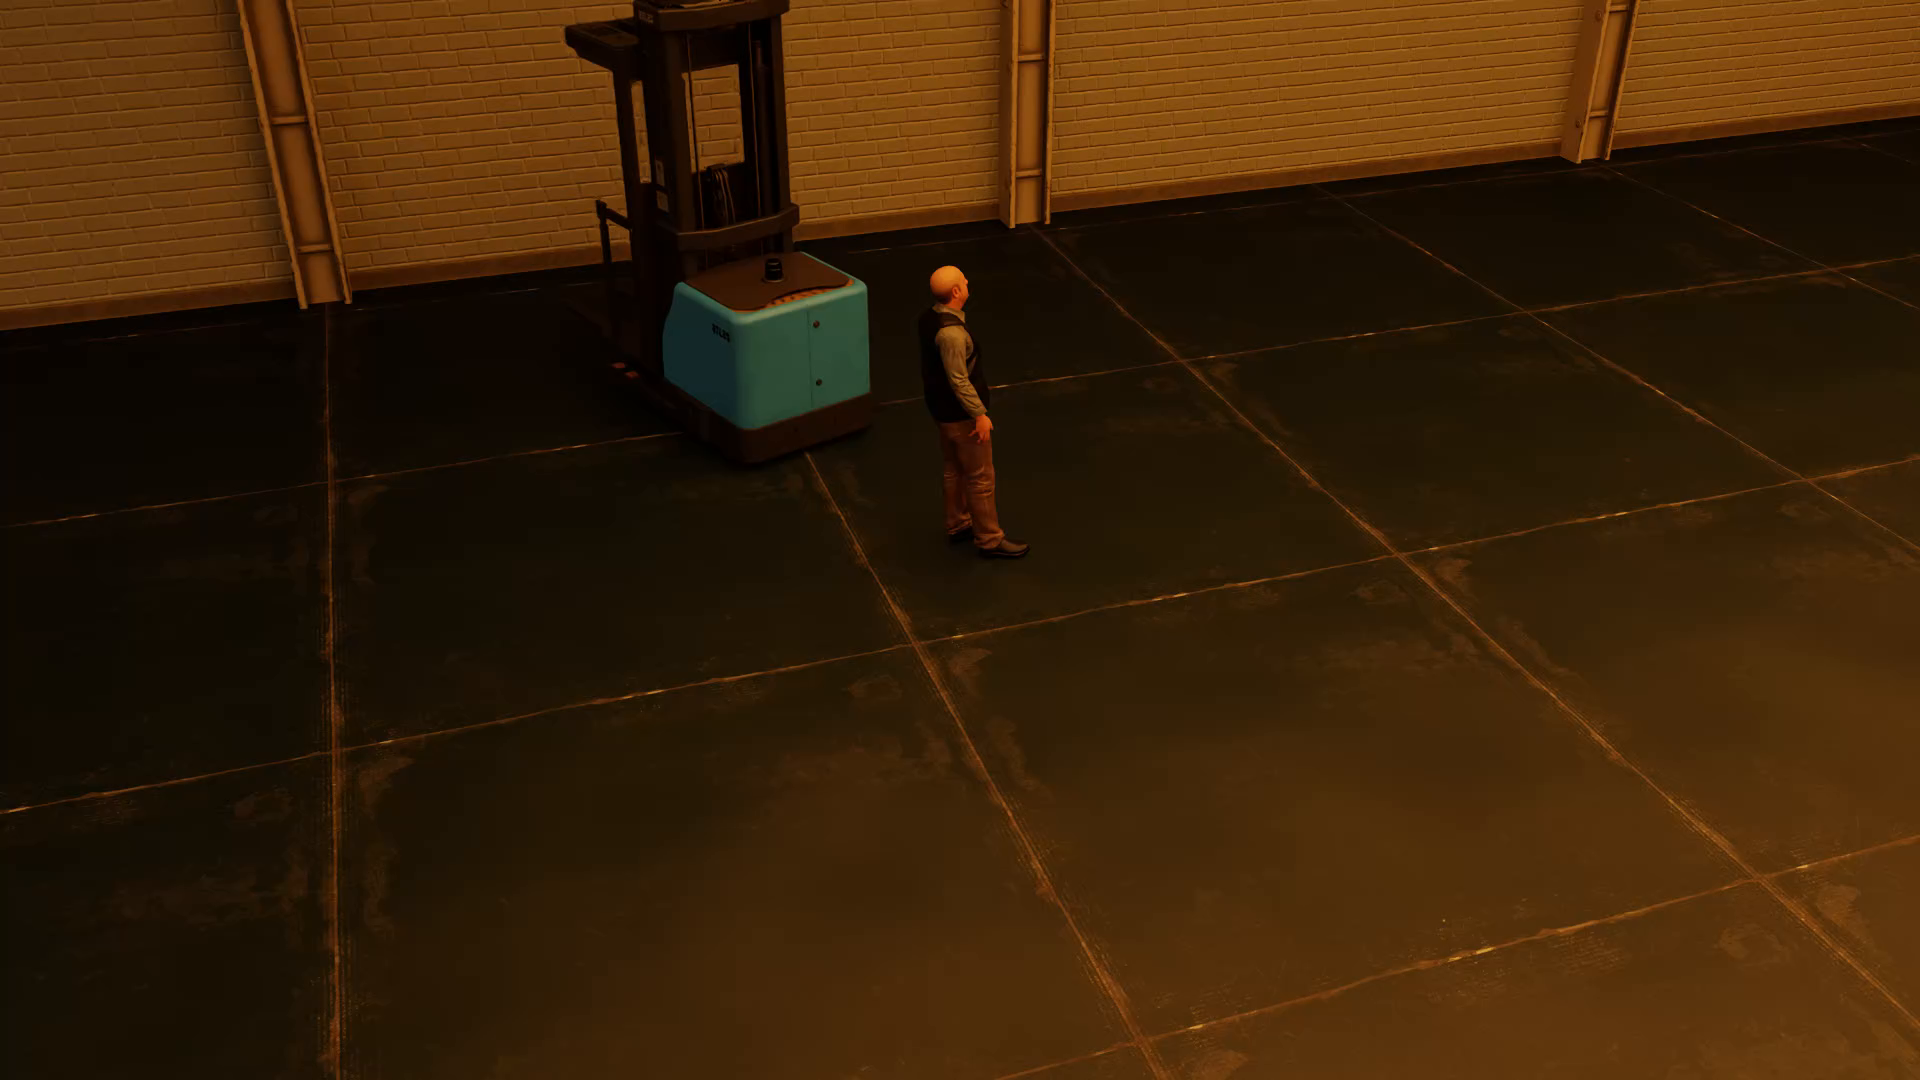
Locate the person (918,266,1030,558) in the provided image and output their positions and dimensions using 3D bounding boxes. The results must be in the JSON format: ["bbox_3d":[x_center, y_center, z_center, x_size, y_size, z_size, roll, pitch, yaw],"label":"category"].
[{"bbox_3d":[0.061,-0.758,9.603,0.568,1.720,0.632,-10,31,-16],"label":"person"}]

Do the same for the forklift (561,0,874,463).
[{"bbox_3d":[-1.885,-2.437,11.323,1.130,2.935,3.031,-21,36,-32],"label":"forklift"}]
